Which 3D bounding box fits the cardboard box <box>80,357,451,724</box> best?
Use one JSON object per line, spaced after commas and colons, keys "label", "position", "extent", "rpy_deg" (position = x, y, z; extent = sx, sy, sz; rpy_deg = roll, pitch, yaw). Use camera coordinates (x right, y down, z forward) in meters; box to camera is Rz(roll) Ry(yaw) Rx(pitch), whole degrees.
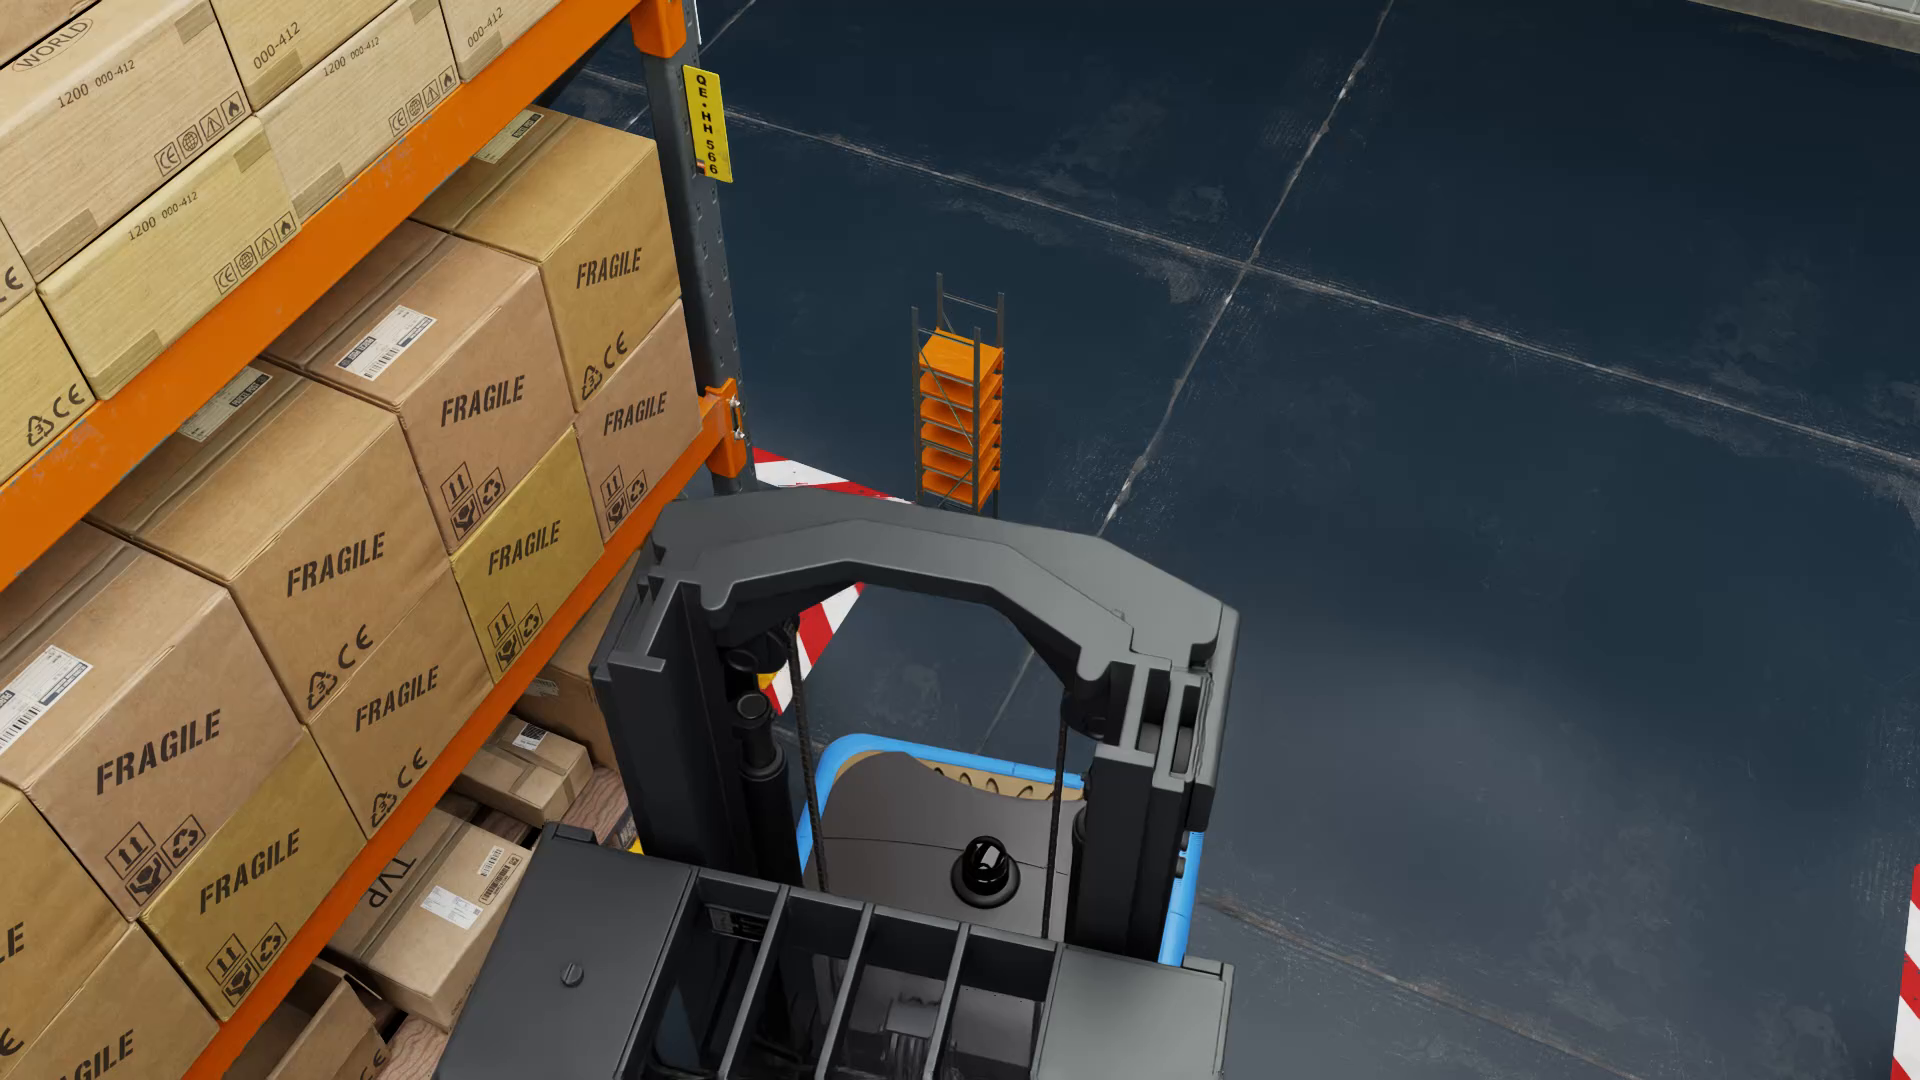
{"label": "cardboard box", "position": [-1.504, -0.018, 3.574], "extent": [0.500, 0.500, 0.500], "rpy_deg": [21, 53, 17]}

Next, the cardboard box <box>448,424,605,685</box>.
{"label": "cardboard box", "position": [-1.293, -0.041, 4.250], "extent": [0.500, 0.500, 0.500], "rpy_deg": [20, 53, 16]}

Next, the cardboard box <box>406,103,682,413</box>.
{"label": "cardboard box", "position": [-1.071, -0.725, 4.175], "extent": [0.500, 0.500, 0.500], "rpy_deg": [19, 52, 16]}

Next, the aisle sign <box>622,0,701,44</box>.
{"label": "aisle sign", "position": [-0.824, -1.554, 3.896], "extent": [0.394, 0.787, 0.004], "rpy_deg": [20, 52, 16]}

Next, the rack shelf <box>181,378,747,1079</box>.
{"label": "rack shelf", "position": [-1.984, 0.846, 4.033], "extent": [1.077, 0.370, 4.000], "rpy_deg": [20, 52, 16]}

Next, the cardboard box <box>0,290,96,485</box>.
{"label": "cardboard box", "position": [-1.764, -0.220, 2.597], "extent": [0.500, 0.250, 0.500], "rpy_deg": [20, 52, 16]}

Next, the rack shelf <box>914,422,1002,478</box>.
{"label": "rack shelf", "position": [-0.006, -0.350, 5.818], "extent": [0.258, 0.103, 0.180], "rpy_deg": [20, 52, 16]}

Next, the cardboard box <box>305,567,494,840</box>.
{"label": "cardboard box", "position": [-1.512, 0.300, 3.959], "extent": [0.500, 0.500, 0.500], "rpy_deg": [20, 53, 16]}

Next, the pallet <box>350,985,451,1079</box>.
{"label": "pallet", "position": [-2.024, 1.578, 4.769], "extent": [1.003, 0.211, 1.213], "rpy_deg": [20, 52, 16]}

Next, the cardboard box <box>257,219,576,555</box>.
{"label": "cardboard box", "position": [-1.286, -0.377, 3.879], "extent": [0.500, 0.500, 0.500], "rpy_deg": [21, 53, 17]}

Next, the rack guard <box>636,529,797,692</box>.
{"label": "rack guard", "position": [-1.162, 0.098, 5.838], "extent": [1.175, 0.500, 0.348], "rpy_deg": [20, 52, 16]}

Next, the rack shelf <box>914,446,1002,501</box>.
{"label": "rack shelf", "position": [-0.006, -0.272, 5.910], "extent": [0.258, 0.103, 0.180], "rpy_deg": [20, 52, 16]}

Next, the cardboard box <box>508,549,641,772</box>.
{"label": "cardboard box", "position": [-1.139, 0.358, 5.329], "extent": [0.500, 0.500, 0.500], "rpy_deg": [20, 52, 16]}

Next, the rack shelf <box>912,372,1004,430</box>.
{"label": "rack shelf", "position": [-0.006, -0.506, 5.636], "extent": [0.258, 0.103, 0.180], "rpy_deg": [20, 52, 16]}

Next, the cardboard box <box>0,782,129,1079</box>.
{"label": "cardboard box", "position": [-1.943, 0.691, 2.970], "extent": [0.500, 0.500, 0.500], "rpy_deg": [18, 52, 15]}

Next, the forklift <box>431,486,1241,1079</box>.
{"label": "forklift", "position": [-0.189, 1.426, 3.113], "extent": [1.130, 2.935, 3.031], "rpy_deg": [10, 50, 8]}

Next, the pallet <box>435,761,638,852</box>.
{"label": "pallet", "position": [-1.502, 0.741, 5.481], "extent": [1.003, 0.211, 1.213], "rpy_deg": [20, 52, 16]}

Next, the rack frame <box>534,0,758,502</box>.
{"label": "rack frame", "position": [-1.130, -0.764, 4.931], "extent": [1.000, 3.000, 0.127], "rpy_deg": [20, 52, 16]}

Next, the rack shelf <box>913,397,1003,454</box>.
{"label": "rack shelf", "position": [-0.006, -0.428, 5.727], "extent": [0.258, 0.103, 0.180], "rpy_deg": [20, 52, 16]}

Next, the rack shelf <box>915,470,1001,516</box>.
{"label": "rack shelf", "position": [-0.006, -0.195, 6.001], "extent": [0.258, 0.103, 0.180], "rpy_deg": [20, 52, 16]}

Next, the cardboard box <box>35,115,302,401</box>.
{"label": "cardboard box", "position": [-1.536, -0.559, 2.885], "extent": [0.500, 0.250, 0.500], "rpy_deg": [20, 52, 16]}

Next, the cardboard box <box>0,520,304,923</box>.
{"label": "cardboard box", "position": [-1.723, 0.335, 3.273], "extent": [0.500, 0.500, 0.500], "rpy_deg": [21, 53, 17]}

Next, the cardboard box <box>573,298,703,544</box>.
{"label": "cardboard box", "position": [-1.075, -0.400, 4.555], "extent": [0.500, 0.500, 0.500], "rpy_deg": [21, 53, 17]}

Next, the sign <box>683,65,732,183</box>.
{"label": "sign", "position": [-0.636, -1.048, 4.204], "extent": [0.100, 0.325, 0.005], "rpy_deg": [20, 52, 16]}

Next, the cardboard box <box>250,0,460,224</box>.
{"label": "cardboard box", "position": [-1.334, -0.908, 3.182], "extent": [0.500, 0.250, 0.500], "rpy_deg": [20, 52, 16]}

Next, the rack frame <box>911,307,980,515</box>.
{"label": "rack frame", "position": [-0.045, -0.316, 5.731], "extent": [0.240, 1.200, 0.006], "rpy_deg": [20, 52, 16]}

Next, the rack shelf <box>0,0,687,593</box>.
{"label": "rack shelf", "position": [-1.984, -0.126, 2.891], "extent": [1.077, 0.370, 4.000], "rpy_deg": [20, 52, 16]}

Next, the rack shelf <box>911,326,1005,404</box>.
{"label": "rack shelf", "position": [-0.006, -0.583, 5.544], "extent": [0.258, 0.103, 0.180], "rpy_deg": [20, 52, 16]}

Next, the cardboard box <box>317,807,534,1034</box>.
{"label": "cardboard box", "position": [-1.572, 1.083, 4.875], "extent": [0.500, 0.250, 0.500], "rpy_deg": [20, 52, 16]}

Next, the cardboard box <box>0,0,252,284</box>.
{"label": "cardboard box", "position": [-1.549, -0.726, 2.699], "extent": [0.500, 0.250, 0.500], "rpy_deg": [20, 52, 16]}

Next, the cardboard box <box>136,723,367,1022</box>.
{"label": "cardboard box", "position": [-1.727, 0.647, 3.664], "extent": [0.500, 0.500, 0.500], "rpy_deg": [19, 52, 16]}

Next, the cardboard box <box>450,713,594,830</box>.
{"label": "cardboard box", "position": [-1.394, 0.715, 5.243], "extent": [0.380, 0.166, 0.250], "rpy_deg": [20, 52, 16]}

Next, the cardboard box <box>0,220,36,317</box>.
{"label": "cardboard box", "position": [-1.757, -0.379, 2.404], "extent": [0.500, 0.250, 0.500], "rpy_deg": [20, 52, 16]}

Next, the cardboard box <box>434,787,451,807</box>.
{"label": "cardboard box", "position": [-1.832, 0.611, 5.278], "extent": [0.500, 0.250, 0.500], "rpy_deg": [20, 52, 16]}

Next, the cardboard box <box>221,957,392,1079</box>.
{"label": "cardboard box", "position": [-2.041, 1.361, 4.473], "extent": [0.797, 0.503, 0.637], "rpy_deg": [20, 52, 16]}

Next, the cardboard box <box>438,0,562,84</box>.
{"label": "cardboard box", "position": [-1.111, -1.248, 3.472], "extent": [0.500, 0.250, 0.500], "rpy_deg": [20, 52, 16]}

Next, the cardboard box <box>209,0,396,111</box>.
{"label": "cardboard box", "position": [-1.332, -1.069, 2.991], "extent": [0.500, 0.250, 0.500], "rpy_deg": [20, 52, 16]}

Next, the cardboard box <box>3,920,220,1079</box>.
{"label": "cardboard box", "position": [-1.943, 0.998, 3.366], "extent": [0.500, 0.500, 0.500], "rpy_deg": [20, 52, 16]}

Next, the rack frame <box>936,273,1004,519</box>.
{"label": "rack frame", "position": [0.033, -0.442, 5.838], "extent": [0.240, 1.200, 0.006], "rpy_deg": [20, 52, 16]}

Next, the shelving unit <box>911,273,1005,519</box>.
{"label": "shelving unit", "position": [-0.006, -0.379, 5.785], "extent": [0.258, 1.200, 0.189], "rpy_deg": [20, 52, 16]}
